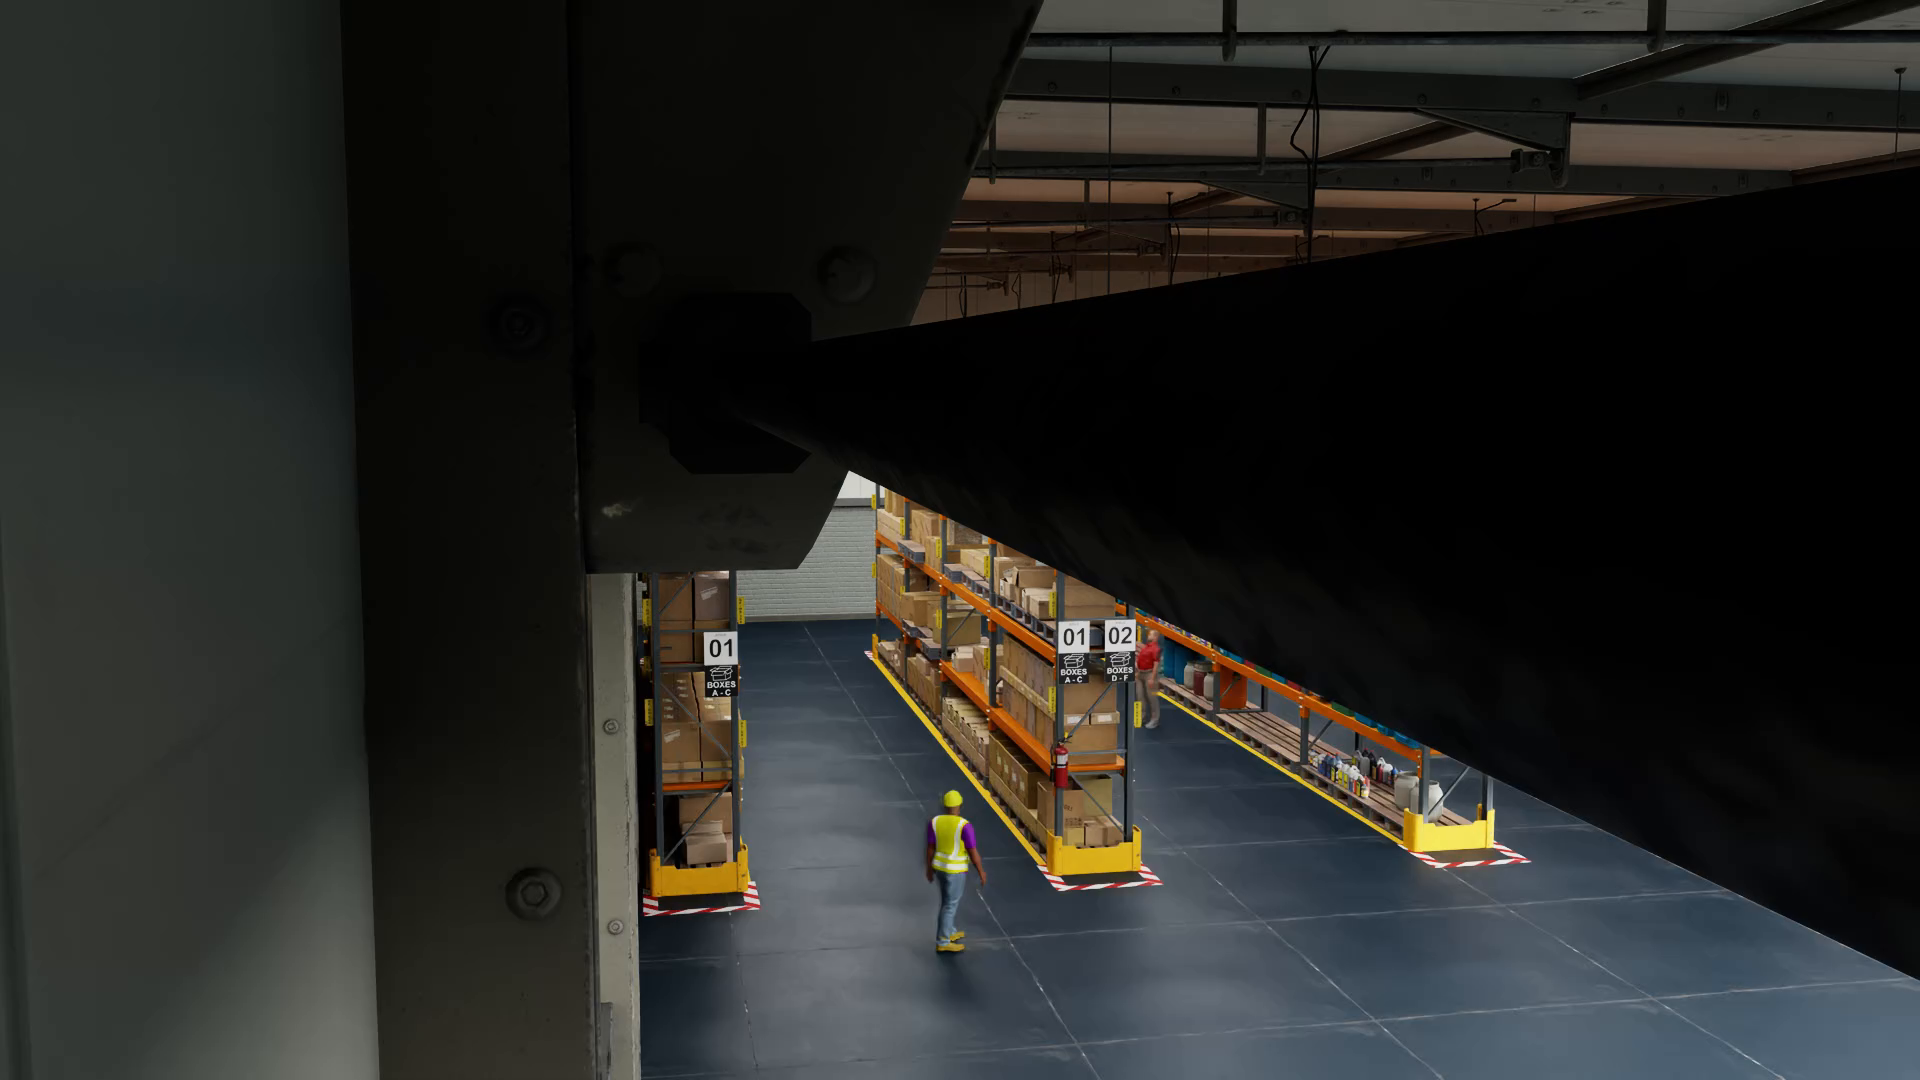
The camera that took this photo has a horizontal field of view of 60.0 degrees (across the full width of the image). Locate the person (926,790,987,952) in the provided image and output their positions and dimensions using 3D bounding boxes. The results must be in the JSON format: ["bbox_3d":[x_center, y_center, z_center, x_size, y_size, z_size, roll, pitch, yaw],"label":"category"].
[{"bbox_3d":[-0.021,3.601,18.187,0.568,1.759,0.612,-5,8,-39],"label":"person"}]

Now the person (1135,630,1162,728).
[{"bbox_3d":[3.352,2.444,29.546,0.416,1.721,0.599,-4,7,-33],"label":"person"}]
